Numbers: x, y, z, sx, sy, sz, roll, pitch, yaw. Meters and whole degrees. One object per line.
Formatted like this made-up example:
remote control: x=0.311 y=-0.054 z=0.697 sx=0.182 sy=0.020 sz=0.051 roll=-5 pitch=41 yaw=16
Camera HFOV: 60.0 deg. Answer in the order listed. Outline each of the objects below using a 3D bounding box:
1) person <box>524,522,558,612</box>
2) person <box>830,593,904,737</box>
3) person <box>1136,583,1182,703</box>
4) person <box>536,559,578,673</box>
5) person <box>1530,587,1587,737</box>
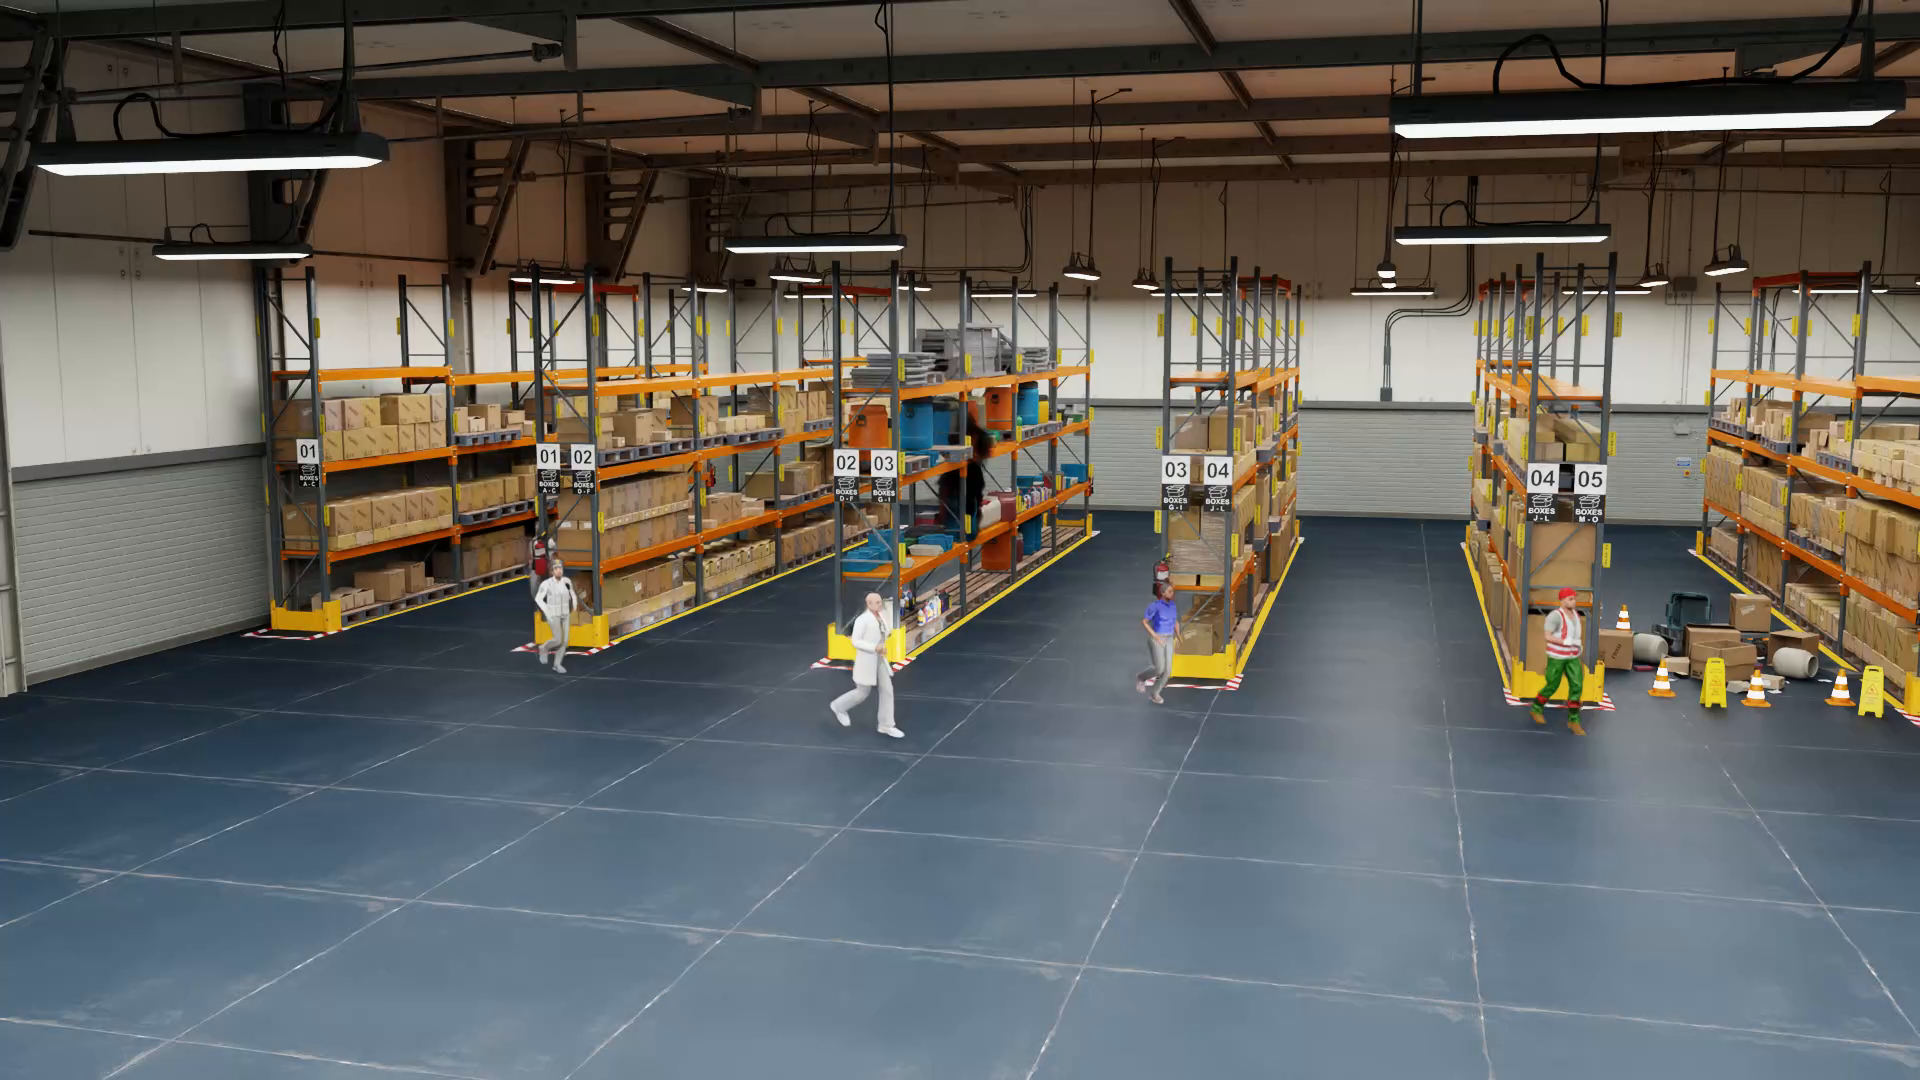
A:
person: x=-7.332 y=0.497 z=29.097 sx=0.574 sy=1.649 sz=0.557 roll=2 pitch=7 yaw=12
person: x=-1.122 y=1.615 z=20.538 sx=0.985 sy=1.570 sz=0.690 roll=5 pitch=9 yaw=35
person: x=2.702 y=1.376 z=22.529 sx=0.573 sy=1.610 sz=0.528 roll=-5 pitch=9 yaw=-34
person: x=-5.888 y=1.102 z=24.393 sx=0.610 sy=1.671 sz=0.588 roll=-6 pitch=10 yaw=-40
person: x=7.508 y=1.493 z=20.752 sx=0.680 sy=1.847 sz=0.806 roll=-3 pitch=8 yaw=-24
